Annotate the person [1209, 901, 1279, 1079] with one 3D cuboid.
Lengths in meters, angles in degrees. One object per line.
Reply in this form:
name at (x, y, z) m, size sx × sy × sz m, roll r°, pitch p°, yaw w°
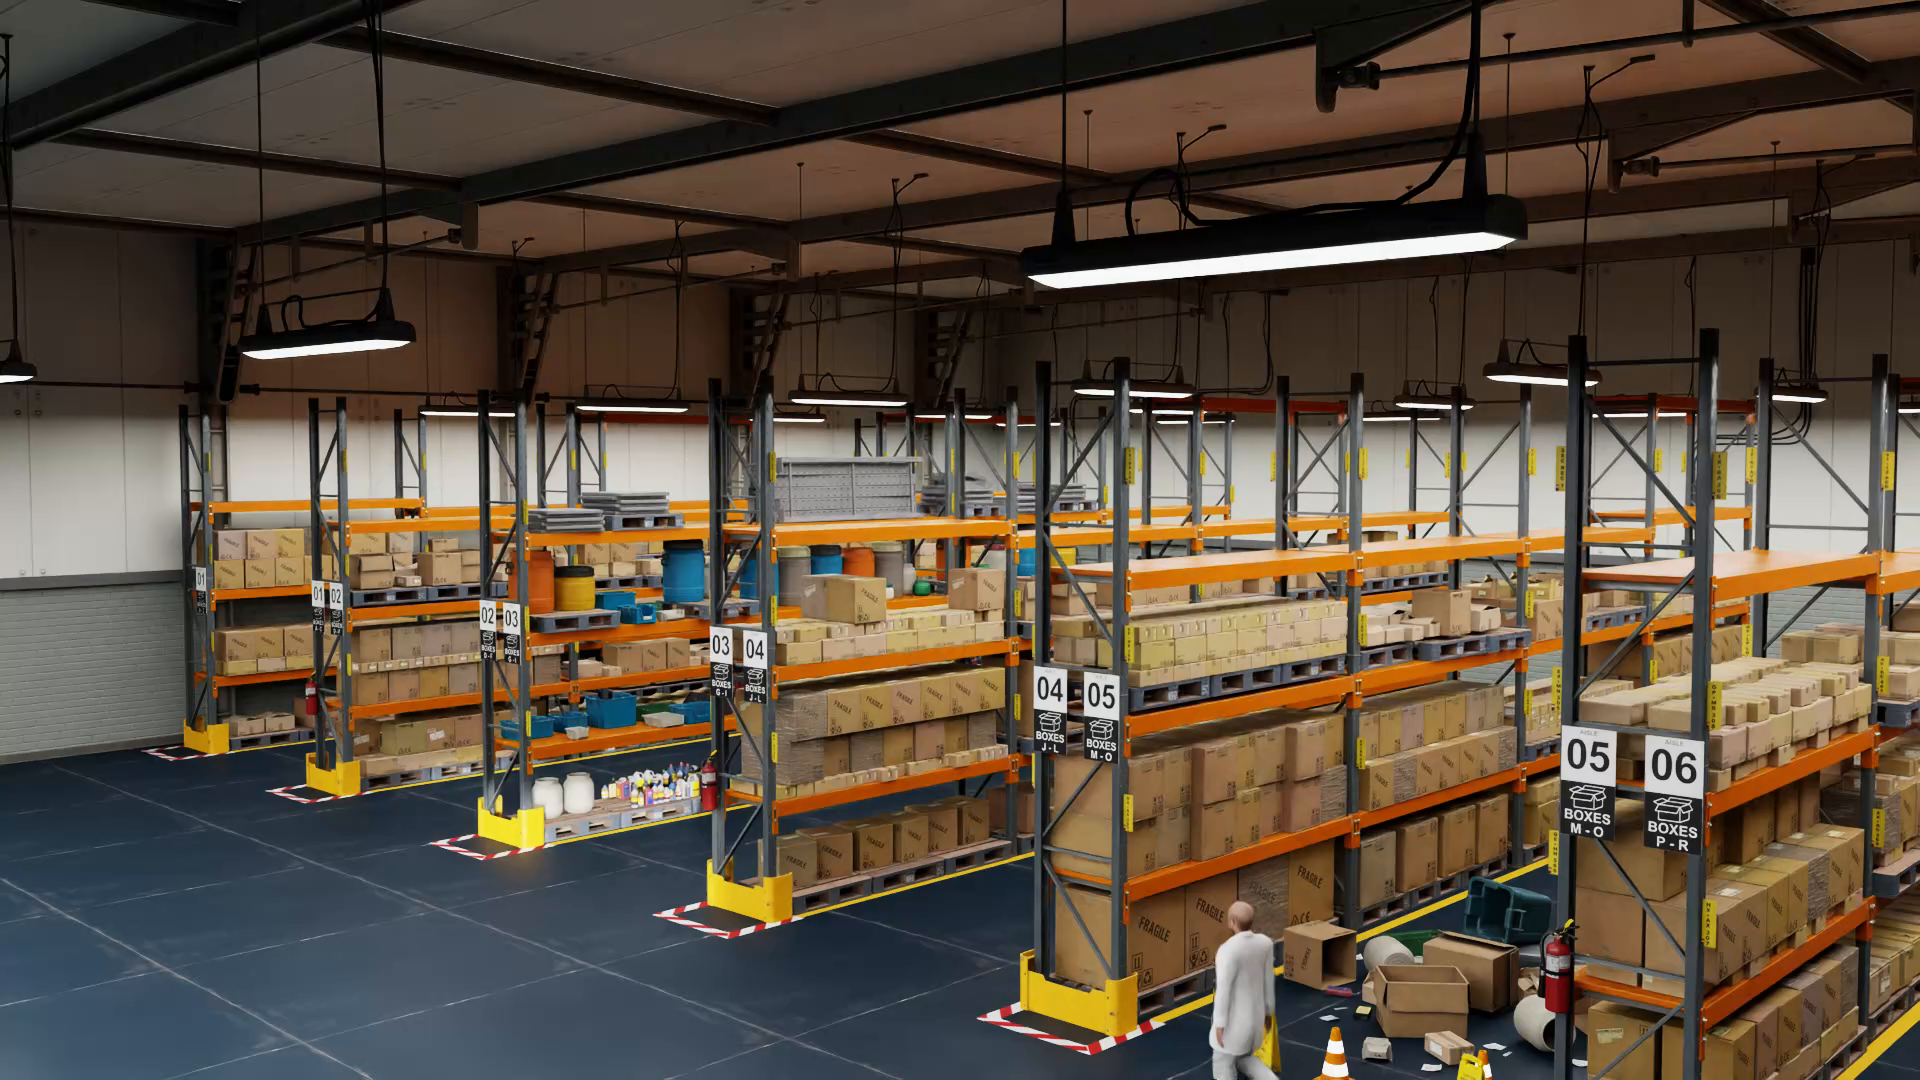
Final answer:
person at (2.153, 3.601, 12.503) m, size 0.738 × 1.765 × 0.577 m, roll 3°, pitch 4°, yaw 43°
